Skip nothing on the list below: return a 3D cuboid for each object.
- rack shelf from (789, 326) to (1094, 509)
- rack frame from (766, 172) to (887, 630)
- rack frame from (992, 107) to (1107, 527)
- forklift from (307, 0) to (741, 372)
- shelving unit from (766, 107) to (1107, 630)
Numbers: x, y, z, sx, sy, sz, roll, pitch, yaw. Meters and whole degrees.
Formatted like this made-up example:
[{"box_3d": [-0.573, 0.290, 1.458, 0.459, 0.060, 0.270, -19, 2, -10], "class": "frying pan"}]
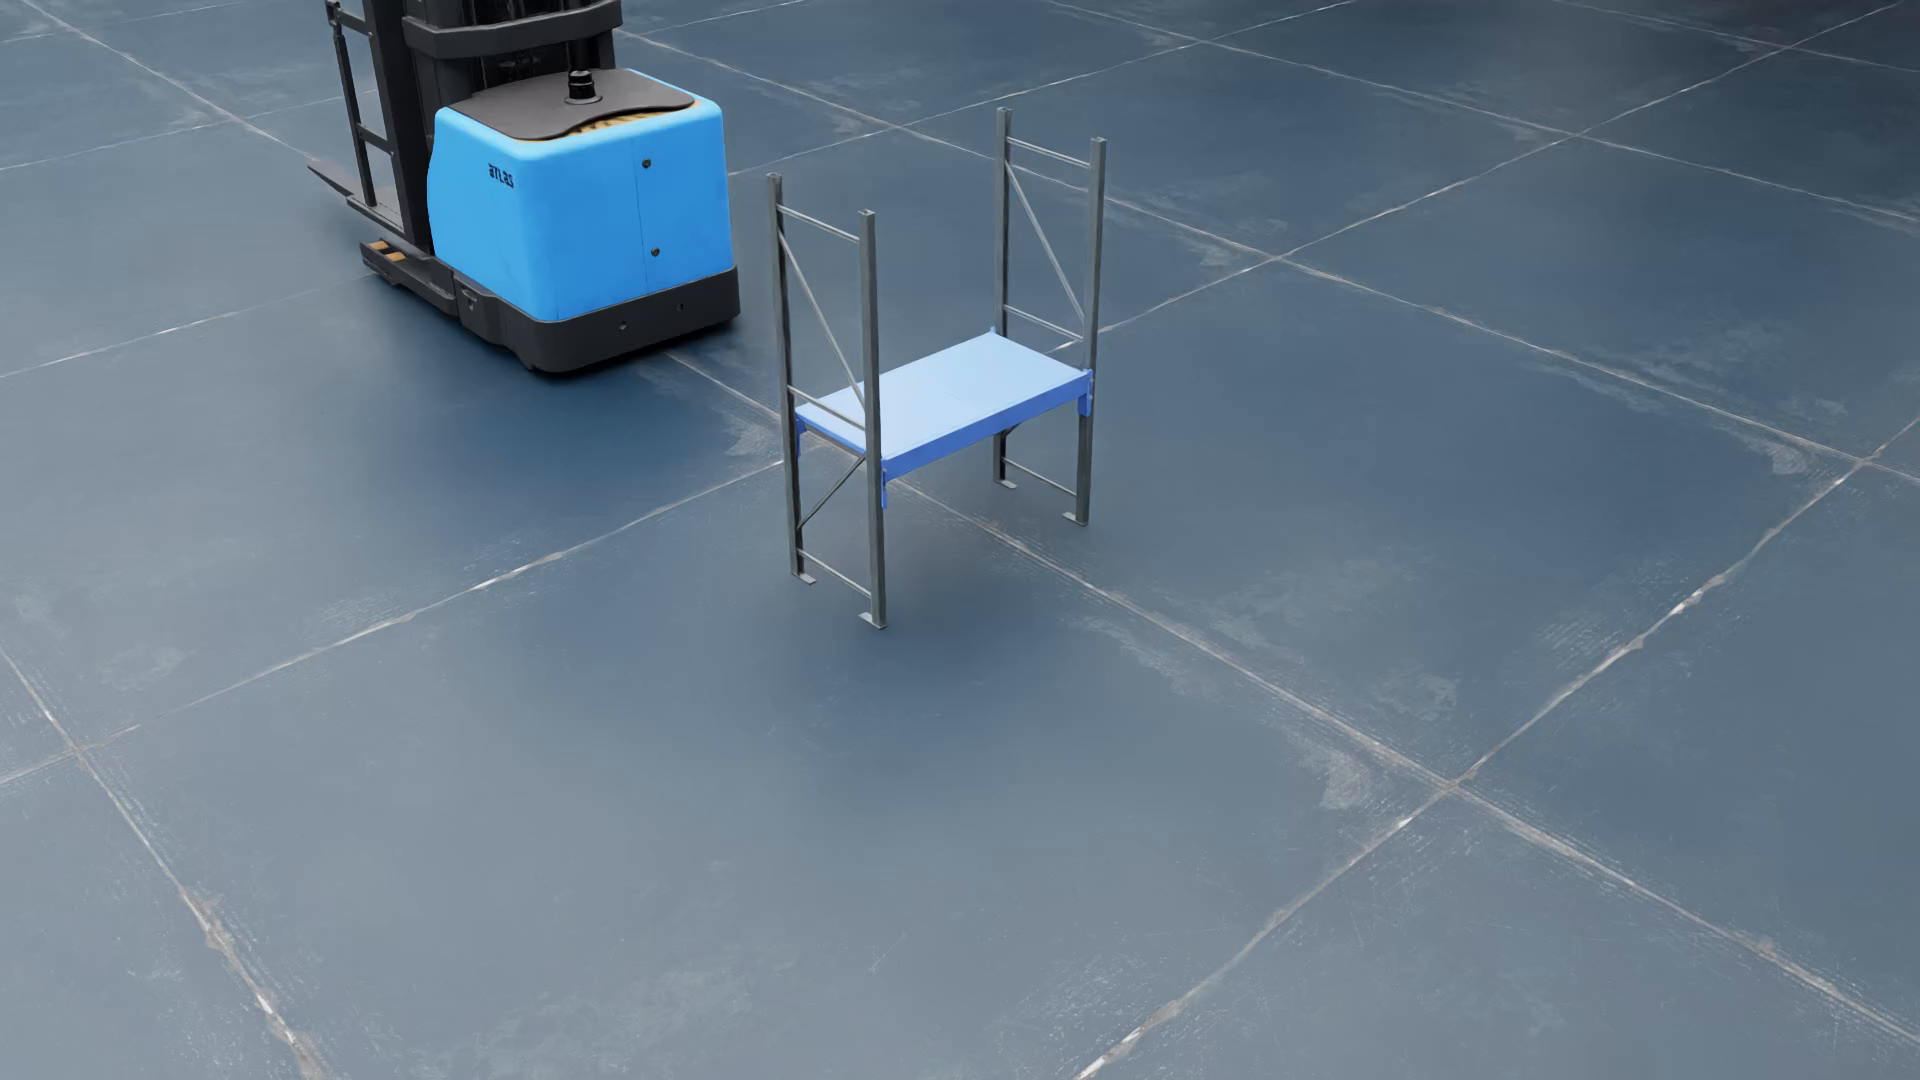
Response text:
[{"box_3d": [-0.063, -0.456, 5.903, 1.000, 0.185, 0.538, -26, 40, -35], "class": "rack shelf"}, {"box_3d": [-0.435, -0.429, 5.514, 0.032, 1.500, 0.500, -26, 40, -35], "class": "rack frame"}, {"box_3d": [0.310, -0.790, 6.104, 0.032, 1.500, 0.500, -26, 40, -35], "class": "rack frame"}, {"box_3d": [-2.387, -2.678, 7.819, 1.130, 2.935, 3.031, -24, 39, -34], "class": "forklift"}, {"box_3d": [-0.063, -0.610, 5.809, 1.048, 1.500, 0.538, -26, 40, -35], "class": "shelving unit"}]
